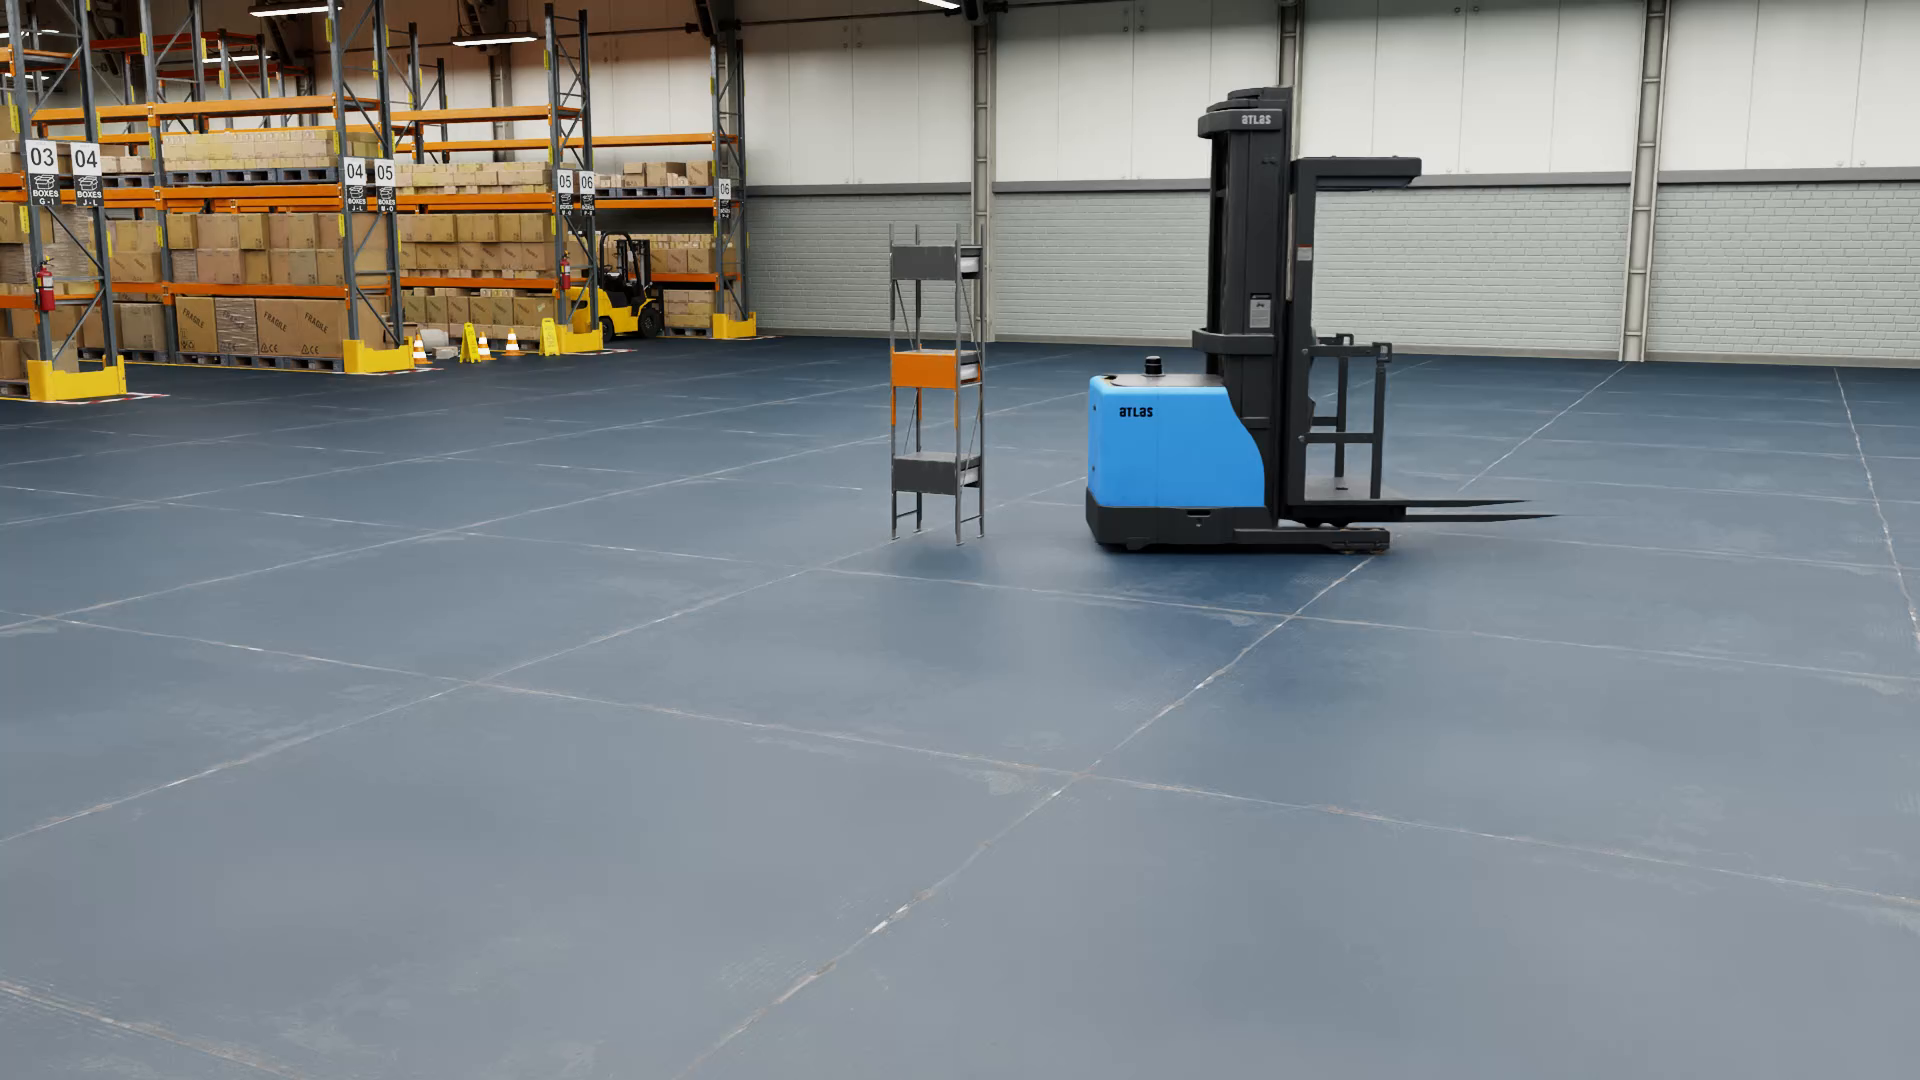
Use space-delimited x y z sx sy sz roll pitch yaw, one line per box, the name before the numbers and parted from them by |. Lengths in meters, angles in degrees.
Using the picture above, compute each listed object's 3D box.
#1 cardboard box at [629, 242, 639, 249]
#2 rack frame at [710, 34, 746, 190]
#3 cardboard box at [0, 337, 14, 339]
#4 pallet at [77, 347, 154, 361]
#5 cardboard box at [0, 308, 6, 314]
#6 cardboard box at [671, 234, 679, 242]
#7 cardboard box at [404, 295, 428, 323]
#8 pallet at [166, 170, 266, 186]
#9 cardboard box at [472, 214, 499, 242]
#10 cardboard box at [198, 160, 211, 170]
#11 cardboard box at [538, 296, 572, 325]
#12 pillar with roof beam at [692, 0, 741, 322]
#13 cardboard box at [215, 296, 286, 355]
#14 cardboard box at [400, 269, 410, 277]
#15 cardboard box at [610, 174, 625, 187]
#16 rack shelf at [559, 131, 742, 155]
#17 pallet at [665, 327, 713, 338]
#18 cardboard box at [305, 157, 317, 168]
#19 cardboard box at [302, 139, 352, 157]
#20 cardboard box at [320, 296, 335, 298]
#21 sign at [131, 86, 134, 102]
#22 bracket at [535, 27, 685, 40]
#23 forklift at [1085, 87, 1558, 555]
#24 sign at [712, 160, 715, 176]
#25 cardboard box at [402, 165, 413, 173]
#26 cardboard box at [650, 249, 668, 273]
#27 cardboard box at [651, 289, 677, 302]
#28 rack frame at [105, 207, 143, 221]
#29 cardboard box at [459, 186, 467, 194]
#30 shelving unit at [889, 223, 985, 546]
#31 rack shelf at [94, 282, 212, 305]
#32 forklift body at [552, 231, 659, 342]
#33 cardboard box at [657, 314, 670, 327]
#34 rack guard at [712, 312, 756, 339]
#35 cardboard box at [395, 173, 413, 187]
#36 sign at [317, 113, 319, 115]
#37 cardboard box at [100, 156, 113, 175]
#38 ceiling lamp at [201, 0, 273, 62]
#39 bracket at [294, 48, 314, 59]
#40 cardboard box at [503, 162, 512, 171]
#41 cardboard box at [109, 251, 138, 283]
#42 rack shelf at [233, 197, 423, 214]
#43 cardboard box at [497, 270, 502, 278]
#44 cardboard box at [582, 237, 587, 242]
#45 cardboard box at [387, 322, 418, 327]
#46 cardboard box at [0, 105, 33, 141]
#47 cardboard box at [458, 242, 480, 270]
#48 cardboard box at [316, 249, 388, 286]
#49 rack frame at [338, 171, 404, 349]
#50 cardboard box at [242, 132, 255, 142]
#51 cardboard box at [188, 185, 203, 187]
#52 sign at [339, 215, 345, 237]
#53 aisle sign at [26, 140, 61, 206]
cardboard box | -6.734 -6.181 34.859 0.250 0.149 0.380 5 11 25
rack frame | -4.694 -8.642 33.712 0.127 3.000 1.000 5 11 26
cardboard box | -12.929 -2.437 22.110 0.500 0.500 0.500 6 12 31
pallet | -14.397 -3.186 28.241 1.213 0.211 1.003 5 11 26
cardboard box | -16.890 -4.086 29.120 0.500 0.250 0.500 5 11 24
cardboard box | -5.781 -6.261 34.467 0.250 0.149 0.380 5 11 26
cardboard box | -10.065 -4.345 31.251 0.500 0.500 0.500 6 12 29
pallet | -11.845 -5.780 26.569 1.213 0.211 1.003 5 11 26
cardboard box | -8.395 -5.655 30.128 0.500 0.500 0.700 5 11 25
cardboard box | -11.717 -5.879 26.114 0.250 0.149 0.380 5 11 25
cardboard box | -7.510 -4.229 30.610 0.500 0.500 0.500 5 11 24
pillar with roof beam | -6.825 -8.153 31.011 0.548 9.000 9.100 5 11 26
cardboard box | -11.231 -3.443 26.621 0.875 0.875 0.875 5 11 26
cardboard box | -10.334 -5.012 31.208 0.250 0.149 0.380 5 11 26
cardboard box | -7.085 -7.505 34.772 0.258 0.266 0.396 5 11 24
rack shelf | -6.488 -8.249 34.682 4.000 0.370 1.077 5 11 26
pallet | -5.398 -4.371 34.790 1.213 0.211 1.003 5 11 26
cardboard box | -9.660 -5.699 25.117 0.250 0.149 0.380 5 11 26
cardboard box | -9.549 -5.897 25.092 0.500 0.250 0.500 5 11 27
cardboard box | -14.639 -5.498 39.023 0.500 0.500 0.500 5 11 25
sign | -17.419 -9.381 34.948 0.005 0.325 0.100 5 11 26
bracket | -7.760 -10.791 35.479 4.783 0.066 0.076 5 11 26
forklift | 2.397 -1.443 10.974 3.031 2.935 1.130 0 10 -1
sign | -4.947 -7.477 33.434 0.005 0.325 0.100 5 11 26
cardboard box | -10.090 -6.864 30.777 0.250 0.149 0.380 5 12 28
cardboard box | -6.172 -5.819 34.676 0.500 0.500 0.500 5 11 25
cardboard box | -6.162 -5.099 34.718 0.500 0.250 0.500 5 11 27
rack frame | -17.648 -5.842 35.089 0.127 3.000 1.000 5 11 26
cardboard box | -8.918 -6.379 30.335 0.250 0.149 0.380 5 11 26
shelving unit | -0.148 -1.046 11.115 0.503 2.100 0.431 5 11 26
rack shelf | -14.367 -4.217 28.128 4.000 0.370 1.077 5 11 26
forklift body | -7.202 -5.130 33.537 1.214 2.155 2.313 5 11 26
cardboard box | -6.142 -4.612 34.830 0.500 0.250 0.500 5 11 26
rack guard | -4.673 -4.458 34.458 0.348 0.500 1.175 5 11 26
cardboard box | -10.201 -6.682 30.892 0.500 0.250 0.500 5 11 25
sign | -15.215 -10.214 39.331 0.005 0.325 0.100 5 11 26
cardboard box | -14.243 -6.204 27.457 0.500 0.311 0.500 5 11 24
ceiling lamp | -15.676 -12.043 36.112 2.000 3.185 0.800 5 11 26
bracket | -15.466 -11.468 39.220 0.430 0.232 0.235 5 11 26
cardboard box | -7.977 -6.693 29.832 0.250 0.149 0.380 5 11 26
cardboard box | -13.613 -4.501 27.396 0.500 0.500 0.500 5 11 25
rack shelf | -12.268 -6.492 32.273 4.000 0.370 1.077 5 11 26
cardboard box | -8.226 -4.852 30.324 0.250 0.149 0.380 5 11 27
cardboard box | -7.844 -6.444 35.475 0.250 0.149 0.380 5 11 27
cardboard box | -10.115 -3.681 30.161 0.500 0.500 0.500 -4 11 -23
cardboard box | -12.484 -5.392 21.657 0.500 0.500 0.500 5 11 26
cardboard box | -8.836 -5.214 30.502 0.500 0.500 0.500 5 11 26
cardboard box | -9.339 -4.194 25.560 0.550 0.550 0.875 5 11 26
rack frame | -8.987 -4.098 25.452 0.127 3.000 1.000 5 11 26
cardboard box | -10.807 -6.191 25.601 0.250 0.149 0.380 5 11 26
cardboard box | -15.033 -7.307 33.297 0.500 0.500 0.700 4 11 23
sign | -9.239 -4.699 24.855 0.005 0.325 0.100 5 11 26
aisle sign | -11.349 -4.541 20.596 0.004 0.787 0.394 5 11 26
